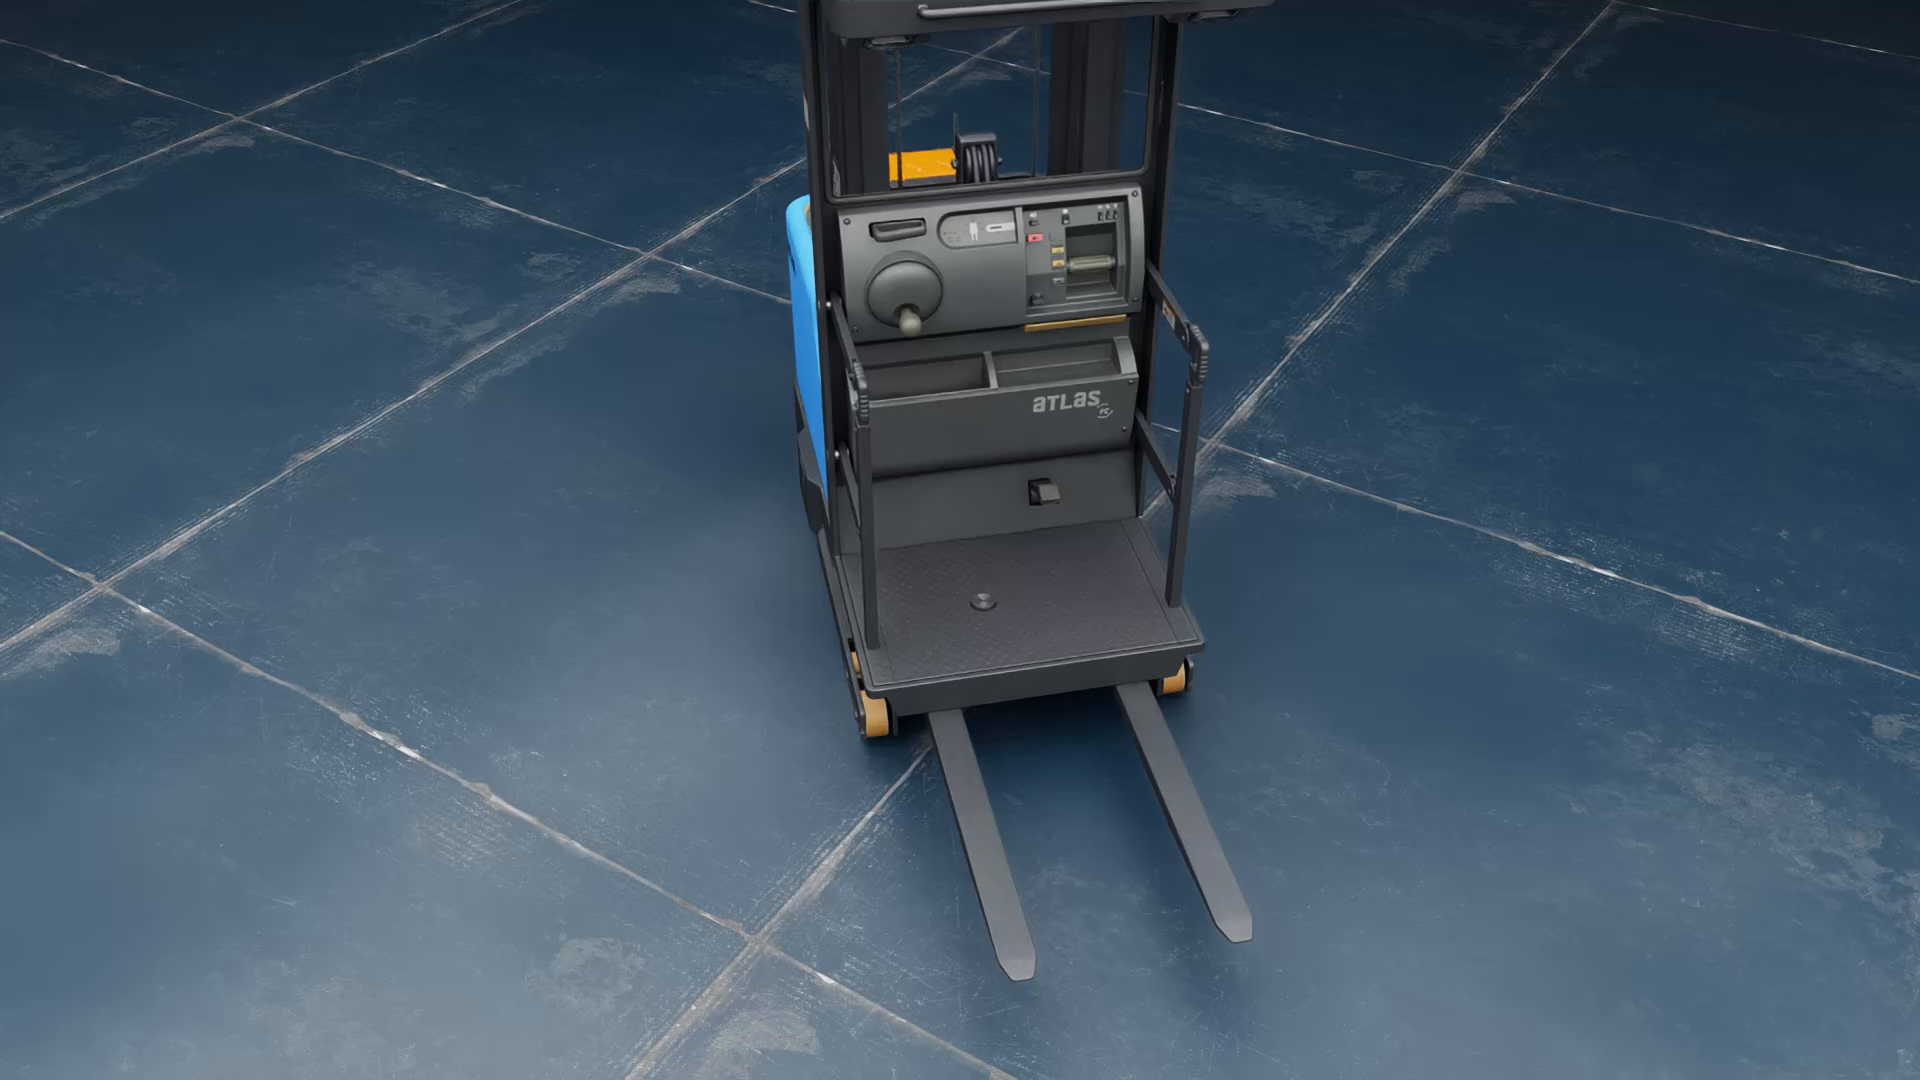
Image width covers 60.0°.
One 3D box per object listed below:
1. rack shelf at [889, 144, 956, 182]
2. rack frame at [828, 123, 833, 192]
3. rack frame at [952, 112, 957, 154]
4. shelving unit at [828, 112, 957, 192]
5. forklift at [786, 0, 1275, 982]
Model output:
[{"bbox_3d":[-0.234,-1.389,6.423,0.480,0.148,0.258,-8,38,-10],"label":"rack shelf"},{"bbox_3d":[-0.471,-1.043,6.617,0.015,1.200,0.240,-8,38,-10],"label":"rack frame"},{"bbox_3d":[0.005,-1.107,6.701,0.015,1.200,0.240,-8,38,-10],"label":"rack frame"},{"bbox_3d":[-0.233,-1.075,6.659,0.503,1.200,0.258,-8,38,-10],"label":"shelving unit"},{"bbox_3d":[0.150,-0.769,4.846,1.130,2.935,3.031,-7,38,-9],"label":"forklift"}]
